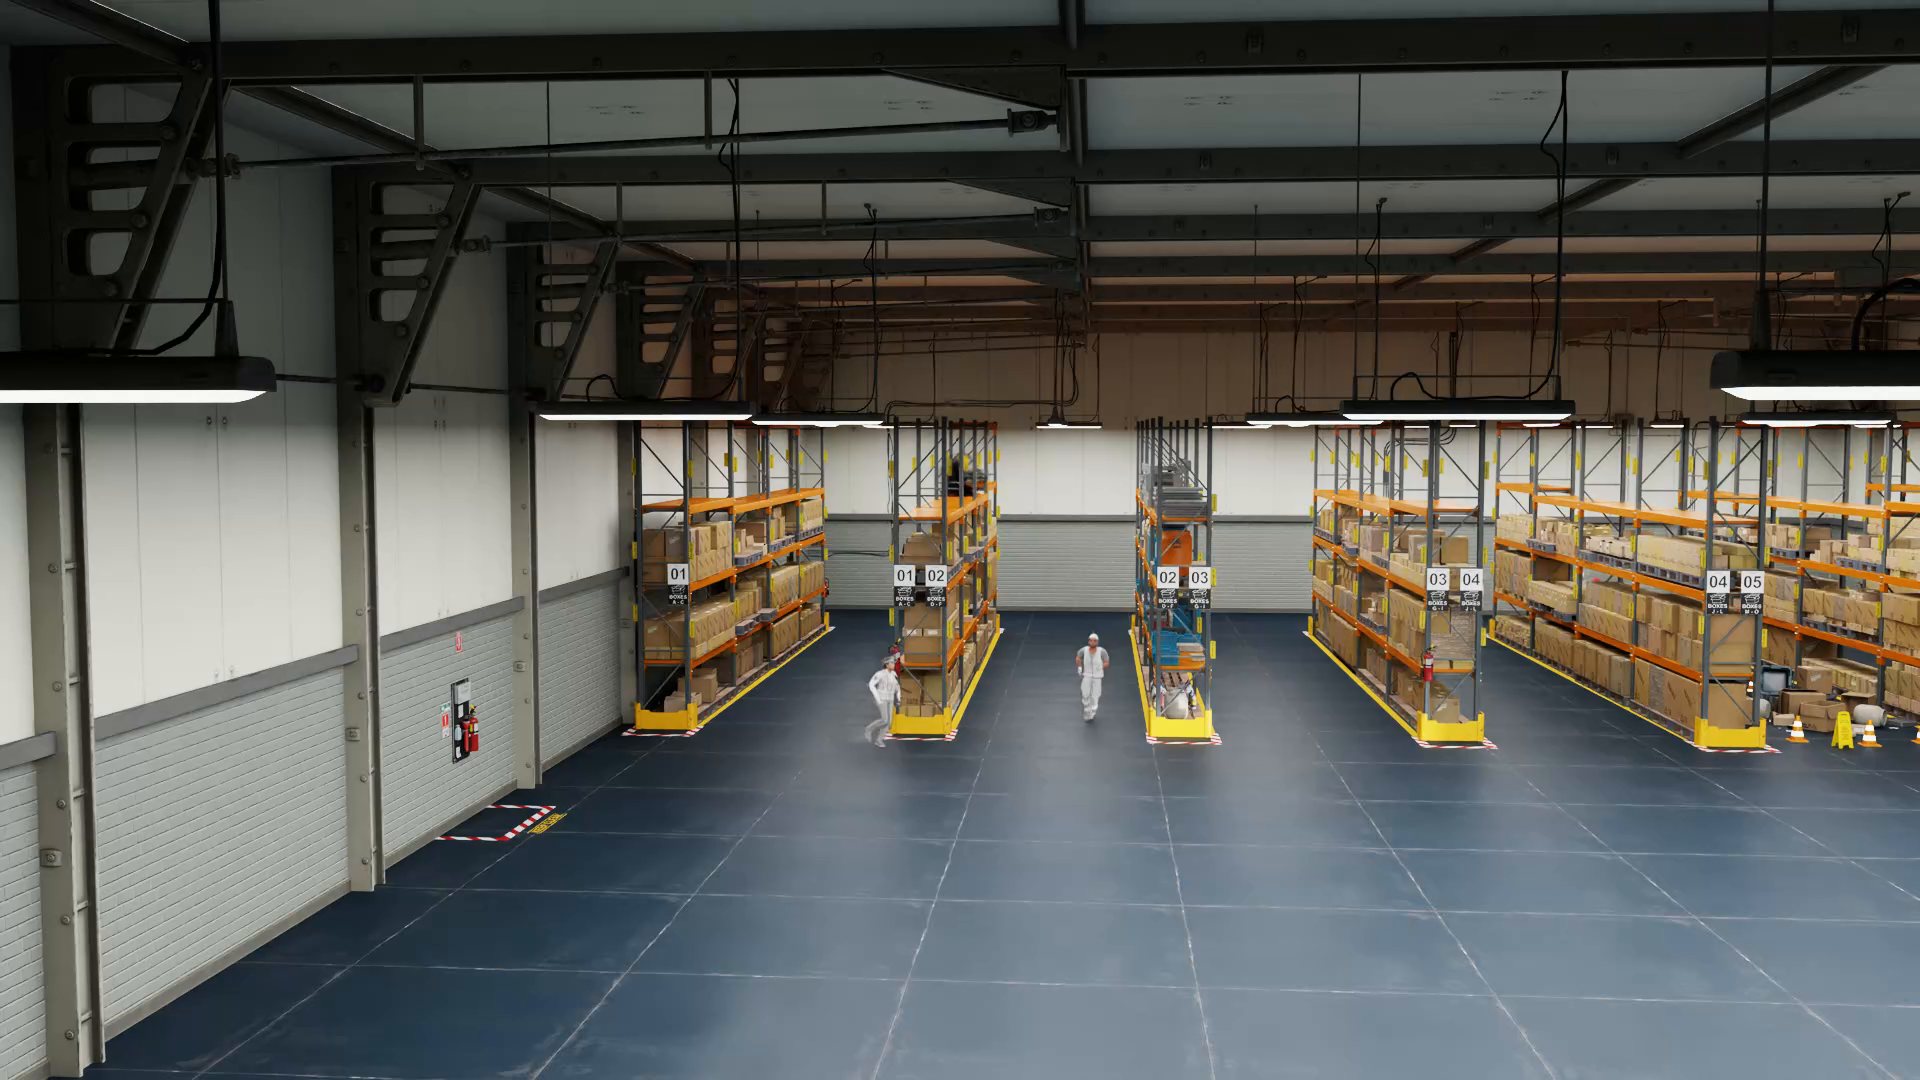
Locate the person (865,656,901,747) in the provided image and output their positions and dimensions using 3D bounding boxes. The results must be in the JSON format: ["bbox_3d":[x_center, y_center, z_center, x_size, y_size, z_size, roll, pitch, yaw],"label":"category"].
[{"bbox_3d":[-1.366,2.925,30.391,0.530,1.636,0.672,4,5,44],"label":"person"}]

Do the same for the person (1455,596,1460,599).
[{"bbox_3d":[14.079,1.868,46.812,0.740,1.611,0.660,-3,5,-42],"label":"person"}]

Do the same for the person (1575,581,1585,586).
[{"bbox_3d":[17.579,1.788,47.306,0.698,1.729,0.728,0,4,4],"label":"person"}]

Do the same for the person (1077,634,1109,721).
[{"bbox_3d":[2.602,2.701,32.626,0.650,1.736,0.686,0,4,7],"label":"person"}]

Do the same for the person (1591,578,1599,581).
[{"bbox_3d":[17.000,1.893,44.512,0.661,1.769,0.993,0,4,-2],"label":"person"}]
